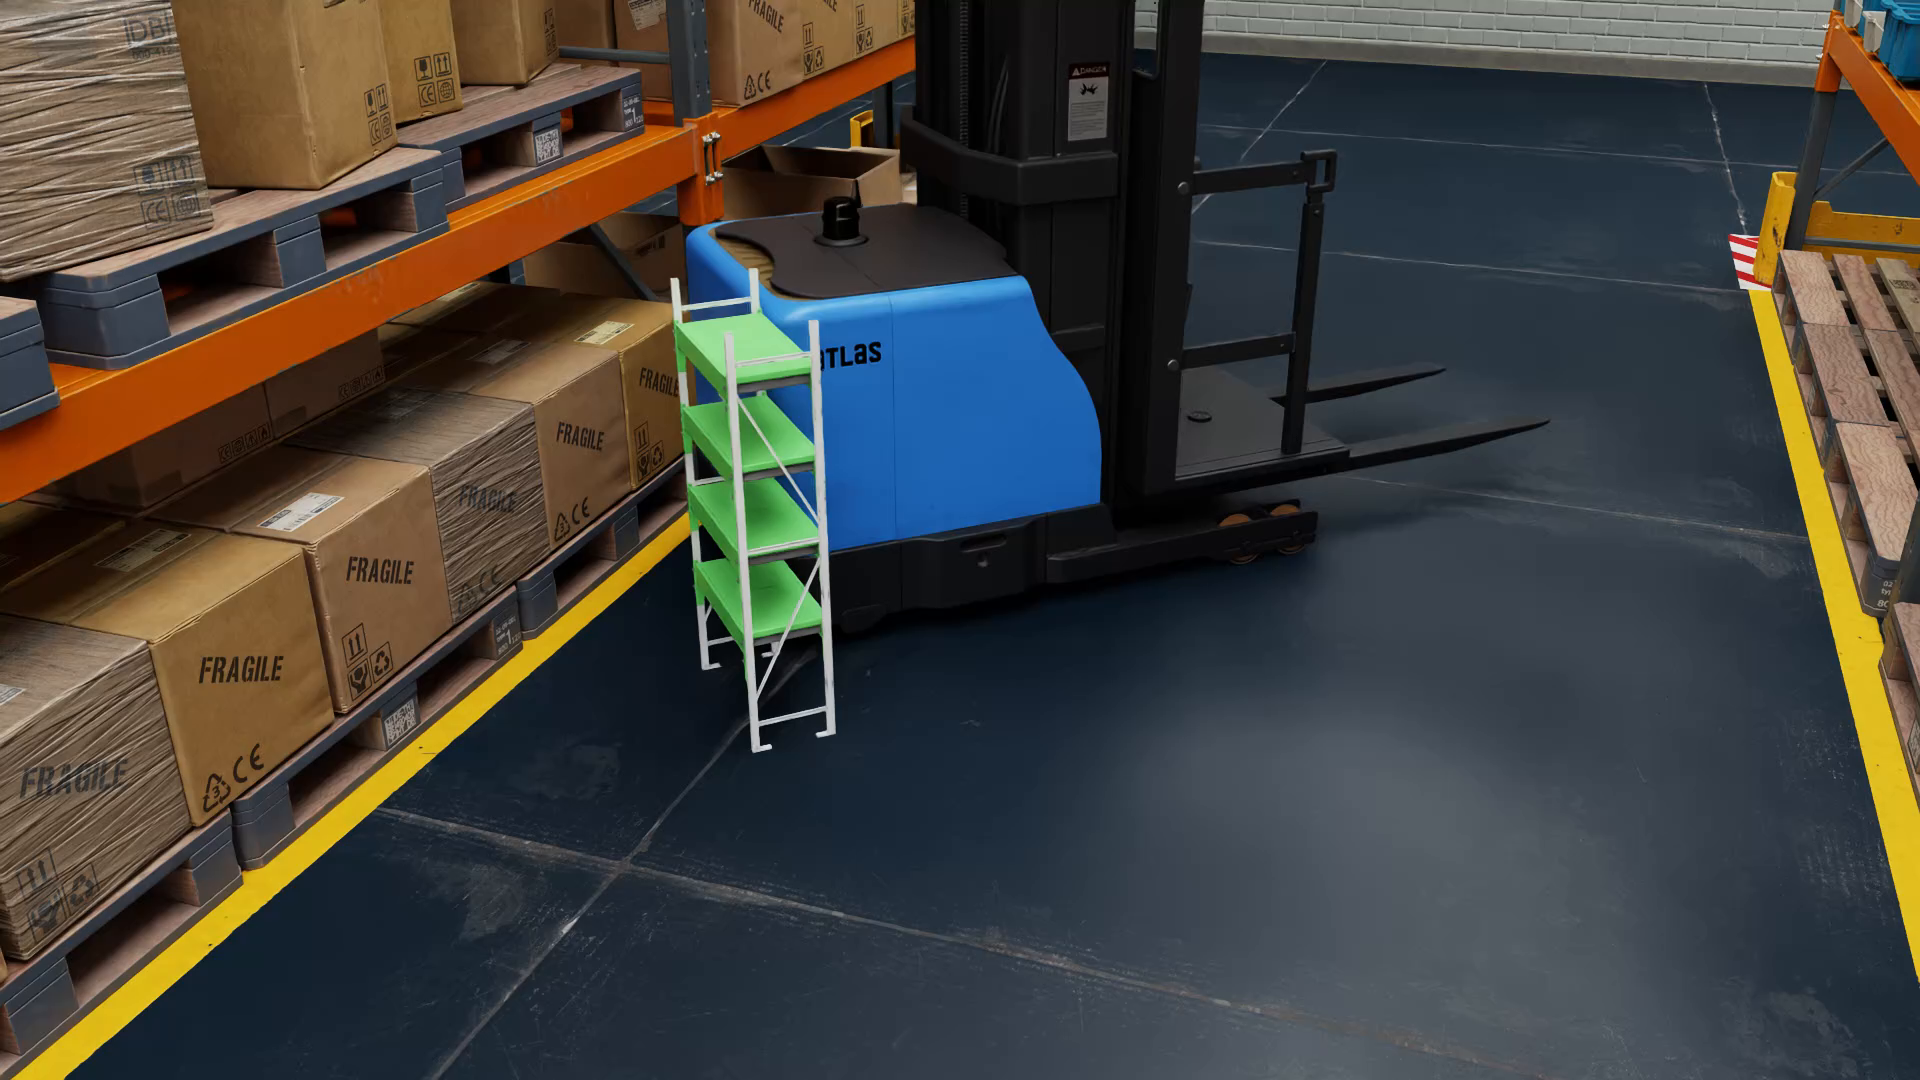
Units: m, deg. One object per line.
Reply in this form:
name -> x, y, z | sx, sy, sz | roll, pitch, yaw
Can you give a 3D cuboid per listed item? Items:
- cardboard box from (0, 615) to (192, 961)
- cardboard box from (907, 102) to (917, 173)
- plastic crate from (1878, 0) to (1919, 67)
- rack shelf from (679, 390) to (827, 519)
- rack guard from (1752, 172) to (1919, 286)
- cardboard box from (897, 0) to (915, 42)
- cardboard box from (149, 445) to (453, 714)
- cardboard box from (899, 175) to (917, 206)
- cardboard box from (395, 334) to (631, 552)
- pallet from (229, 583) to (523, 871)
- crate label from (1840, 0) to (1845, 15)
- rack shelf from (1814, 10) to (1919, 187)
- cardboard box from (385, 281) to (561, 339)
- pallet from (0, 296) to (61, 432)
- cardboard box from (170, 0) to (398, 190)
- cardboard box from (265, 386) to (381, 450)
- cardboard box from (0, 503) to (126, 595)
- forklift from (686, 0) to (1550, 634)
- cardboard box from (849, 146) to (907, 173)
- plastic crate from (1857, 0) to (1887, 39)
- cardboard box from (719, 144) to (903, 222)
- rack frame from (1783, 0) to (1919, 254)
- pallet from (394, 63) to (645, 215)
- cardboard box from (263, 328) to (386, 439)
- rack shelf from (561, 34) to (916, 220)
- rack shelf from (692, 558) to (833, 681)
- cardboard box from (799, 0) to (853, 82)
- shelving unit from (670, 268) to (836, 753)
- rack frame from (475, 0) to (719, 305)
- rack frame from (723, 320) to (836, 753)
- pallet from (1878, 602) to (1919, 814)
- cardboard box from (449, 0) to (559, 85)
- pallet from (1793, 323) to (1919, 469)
cardboard box -> -2.093, 0.514, 3.610 | 0.500, 0.500, 0.500 | 8, 27, 16
cardboard box -> 0.031, -2.153, 9.118 | 0.500, 0.500, 0.500 | 9, 27, 17
plastic crate -> 3.818, -1.976, 6.513 | 0.416, 0.233, 0.300 | 9, 27, 17
rack shelf -> -0.561, -0.237, 4.458 | 0.258, 0.148, 0.480 | -11, 28, -21
rack guard -> 4.645, -1.506, 8.287 | 1.175, 0.500, 0.348 | 9, 27, 17
cardboard box -> -0.422, -2.536, 7.431 | 0.500, 0.500, 0.500 | 8, 27, 17
cardboard box -> -1.753, 0.093, 4.479 | 0.500, 0.500, 0.500 | 8, 27, 16
cardboard box -> -0.314, -1.655, 8.376 | 0.500, 0.250, 0.500 | 9, 27, 17
cardboard box -> -1.418, -0.322, 5.337 | 0.500, 0.500, 0.500 | 9, 27, 18
pallet -> -1.991, 0.402, 4.677 | 1.003, 0.211, 1.213 | 9, 27, 17
crate label -> 4.256, -2.517, 7.630 | 0.416, 0.233, 0.303 | 9, 27, 17
rack shelf -> 3.983, -1.474, 6.177 | 1.077, 0.370, 4.000 | 9, 27, 17
cardboard box -> -1.743, -0.605, 5.921 | 0.500, 0.500, 0.500 | 8, 27, 15
pallet -> -2.524, -0.254, 3.053 | 1.213, 0.211, 1.003 | 9, 27, 17
cardboard box -> -1.882, -1.195, 4.178 | 0.700, 0.500, 0.500 | 2, 26, 4
cardboard box -> -2.083, -0.180, 5.043 | 0.500, 0.500, 0.500 | 9, 27, 18
cardboard box -> -2.421, 0.244, 4.167 | 0.500, 0.500, 0.500 | 8, 27, 16
forklift -> 0.662, -1.438, 5.356 | 3.031, 2.935, 1.130 | -10, 28, -21
cardboard box -> -0.484, -2.132, 9.478 | 0.380, 0.149, 0.250 | 9, 27, 17
plastic crate -> 4.037, -2.247, 7.072 | 0.416, 0.233, 0.300 | 9, 27, 17
cardboard box -> -0.732, -1.543, 7.854 | 0.797, 0.503, 0.637 | 9, 27, 17
rack frame -> 4.649, -2.619, 7.718 | 1.000, 3.000, 0.127 | 9, 27, 17
pallet -> -1.721, -1.297, 5.206 | 1.003, 0.211, 1.213 | 9, 27, 17
cardboard box -> -2.075, -0.532, 4.909 | 0.500, 0.250, 0.500 | 9, 27, 18
rack shelf -> -0.686, -2.194, 7.664 | 1.077, 0.370, 4.000 | 9, 27, 17
rack shelf -> -0.559, 0.195, 4.668 | 0.258, 0.148, 0.480 | -11, 28, -21
cardboard box -> -0.758, -2.121, 6.574 | 0.500, 0.500, 0.500 | 9, 27, 18
shelving unit -> -0.560, -0.079, 4.535 | 0.258, 1.200, 0.503 | -11, 28, -21
rack frame -> -1.352, -1.696, 5.810 | 1.000, 3.000, 0.127 | 9, 27, 17
rack frame -> -0.460, 0.018, 4.335 | 0.240, 1.200, 0.015 | -11, 28, -21
pallet -> 3.022, 0.590, 4.288 | 1.003, 0.211, 1.213 | 9, 27, 17
cardboard box -> -1.720, -1.767, 5.361 | 0.700, 0.500, 0.500 | 0, 26, 0
pallet -> 3.930, -0.531, 6.605 | 1.003, 0.211, 1.213 | 9, 27, 17
